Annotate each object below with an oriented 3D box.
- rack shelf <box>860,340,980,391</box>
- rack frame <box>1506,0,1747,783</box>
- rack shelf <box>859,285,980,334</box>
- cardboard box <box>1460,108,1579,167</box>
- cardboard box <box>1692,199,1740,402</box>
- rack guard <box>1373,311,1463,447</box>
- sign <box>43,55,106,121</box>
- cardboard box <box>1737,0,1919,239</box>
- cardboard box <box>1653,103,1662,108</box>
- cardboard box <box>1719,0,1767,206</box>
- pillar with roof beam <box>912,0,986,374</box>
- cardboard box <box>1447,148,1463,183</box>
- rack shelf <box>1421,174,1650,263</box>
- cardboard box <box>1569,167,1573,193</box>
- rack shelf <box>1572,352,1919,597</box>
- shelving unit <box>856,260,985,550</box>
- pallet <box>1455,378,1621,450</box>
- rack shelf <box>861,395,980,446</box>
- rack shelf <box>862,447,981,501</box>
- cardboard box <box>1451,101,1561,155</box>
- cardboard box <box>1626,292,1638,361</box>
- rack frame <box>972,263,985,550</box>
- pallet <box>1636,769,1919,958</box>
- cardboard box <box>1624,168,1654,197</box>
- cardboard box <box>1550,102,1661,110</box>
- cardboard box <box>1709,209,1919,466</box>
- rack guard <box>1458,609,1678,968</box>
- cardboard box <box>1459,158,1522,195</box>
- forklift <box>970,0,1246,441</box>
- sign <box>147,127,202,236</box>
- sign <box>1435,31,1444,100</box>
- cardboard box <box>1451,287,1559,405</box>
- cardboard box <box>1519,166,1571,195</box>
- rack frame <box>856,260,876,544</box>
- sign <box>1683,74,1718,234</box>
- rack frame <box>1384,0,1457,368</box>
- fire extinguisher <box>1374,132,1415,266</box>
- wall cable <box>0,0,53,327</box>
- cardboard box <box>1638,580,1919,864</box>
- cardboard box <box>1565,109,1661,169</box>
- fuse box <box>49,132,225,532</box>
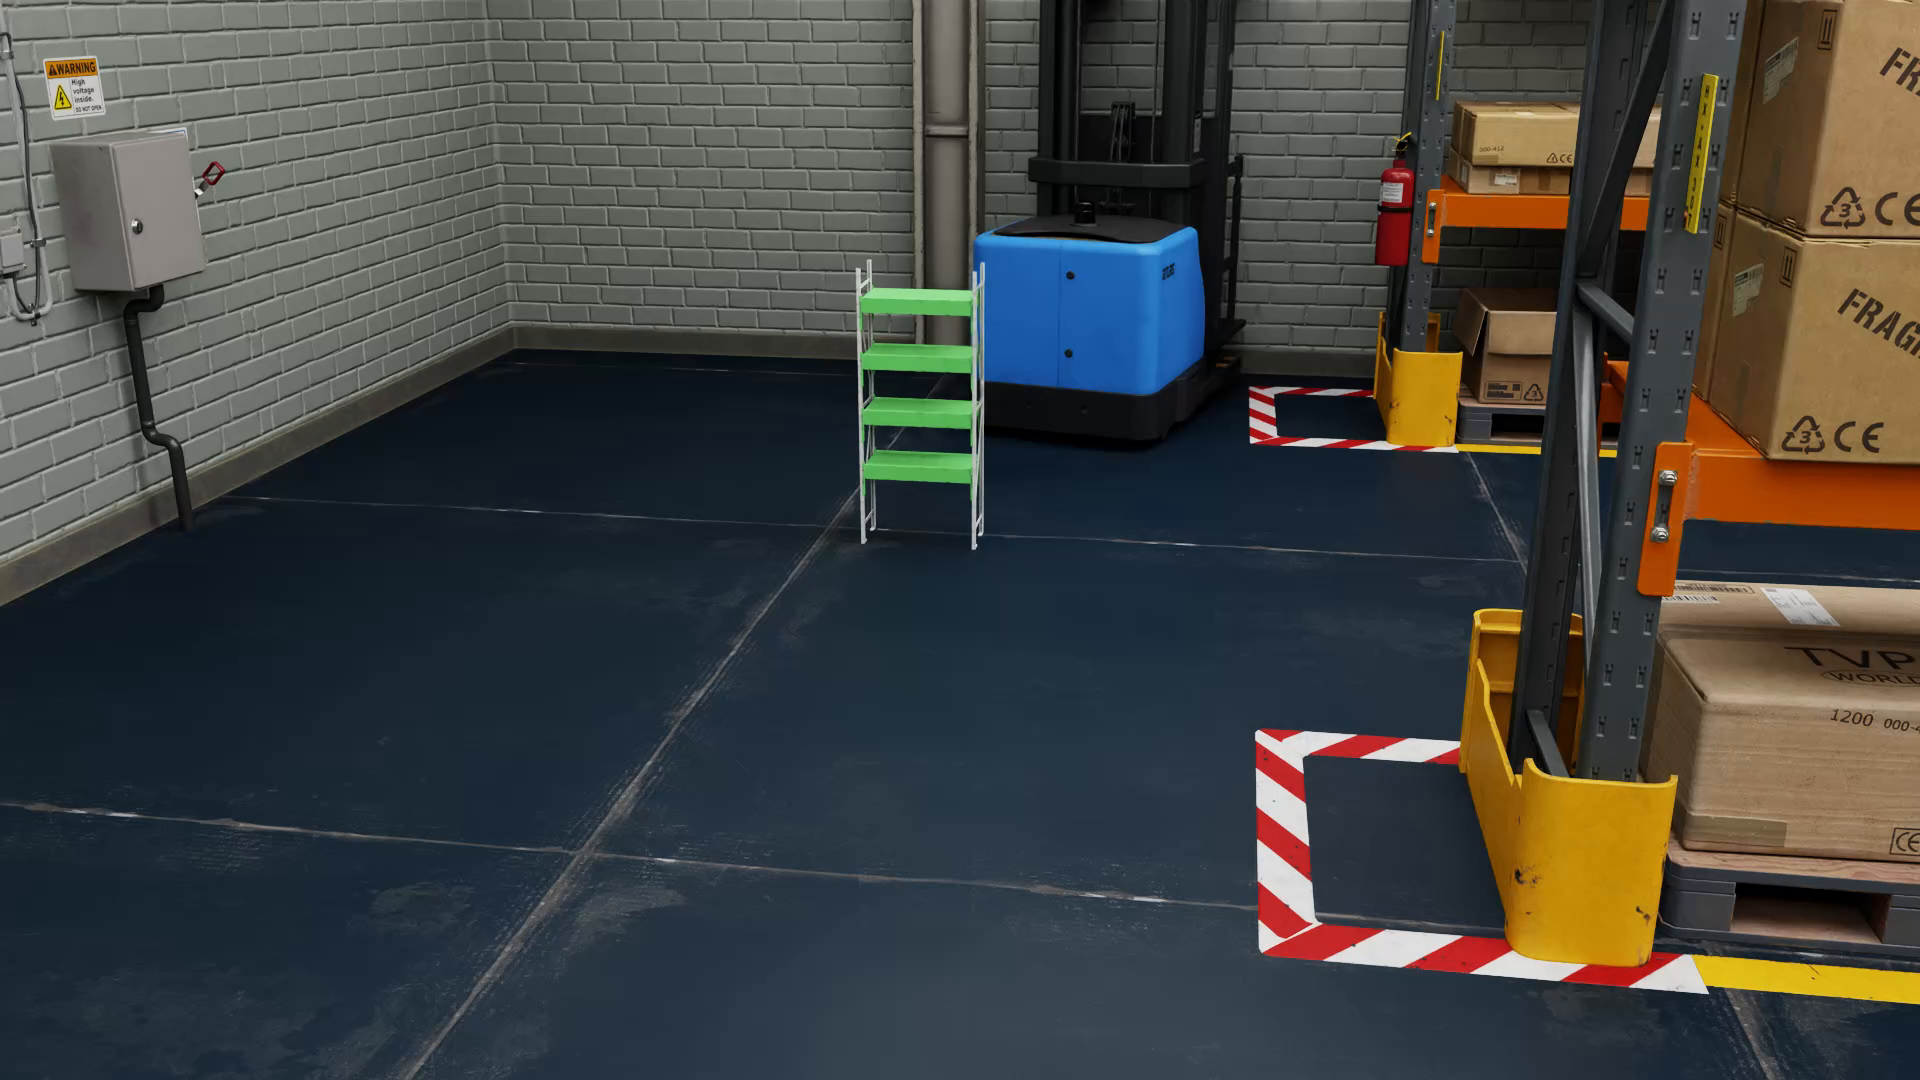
[{"bbox_3d":[-0.163,-0.744,7.082,0.480,0.148,0.258,3,19,9],"label":"rack shelf"},{"bbox_3d":[1.671,-0.548,4.212,0.127,3.000,1.000,3,19,9],"label":"rack frame"},{"bbox_3d":[-0.163,-0.972,7.006,0.480,0.148,0.258,3,19,9],"label":"rack shelf"},{"bbox_3d":[2.860,-2.066,8.517,0.500,0.250,0.500,3,19,9],"label":"cardboard box"},{"bbox_3d":[2.189,-0.654,4.372,0.500,0.500,0.500,3,19,9],"label":"cardboard box"},{"bbox_3d":[2.530,-0.914,9.246,0.348,0.500,1.175,3,19,9],"label":"rack guard"},{"bbox_3d":[-3.636,-1.860,6.832,0.001,0.242,0.339,3,19,9],"label":"sign"},{"bbox_3d":[2.100,-0.956,3.699,0.500,0.500,0.500,3,19,7],"label":"cardboard box"},{"bbox_3d":[3.948,-2.180,8.859,0.500,0.250,0.500,4,19,10],"label":"cardboard box"},{"bbox_3d":[2.185,-1.119,4.188,0.500,0.500,0.500,4,19,10],"label":"cardboard box"},{"bbox_3d":[-0.747,-4.017,5.127,0.400,9.000,9.100,3,19,9],"label":"pillar with roof beam"},{"bbox_3d":[2.824,-2.051,9.102,0.250,0.149,0.380,3,19,8],"label":"cardboard box"},{"bbox_3d":[4.429,-1.661,8.674,4.000,0.370,1.077,3,19,9],"label":"rack shelf"},{"bbox_3d":[3.259,-1.881,8.592,0.250,0.149,0.380,3,19,8],"label":"cardboard box"},{"bbox_3d":[3.646,-0.106,4.026,4.000,0.370,1.077,3,19,9],"label":"rack shelf"},{"bbox_3d":[-0.163,-0.577,7.138,0.503,1.200,0.258,3,19,9],"label":"shelving unit"},{"bbox_3d":[3.317,-0.737,9.172,1.213,0.211,1.003,3,19,9],"label":"pallet"},{"bbox_3d":[-0.163,-0.517,7.158,0.480,0.148,0.258,3,19,9],"label":"rack shelf"},{"bbox_3d":[-0.163,-0.289,7.234,0.480,0.148,0.258,3,19,9],"label":"rack shelf"},{"bbox_3d":[2.951,-2.233,9.016,0.500,0.250,0.500,3,19,10],"label":"cardboard box"},{"bbox_3d":[3.881,-1.001,8.845,0.500,0.500,0.700,4,19,11],"label":"cardboard box"},{"bbox_3d":[0.077,-0.565,7.101,0.015,1.200,0.240,3,19,9],"label":"rack frame"},{"bbox_3d":[2.473,0.791,4.608,1.213,0.211,1.003,3,19,9],"label":"pallet"},{"bbox_3d":[3.499,-1.849,8.497,0.250,0.149,0.380,4,19,10],"label":"cardboard box"},{"bbox_3d":[3.460,-2.206,8.938,0.500,0.250,0.500,3,19,9],"label":"cardboard box"},{"bbox_3d":[2.099,-0.481,3.855,0.500,0.500,0.500,3,19,8],"label":"cardboard box"},{"bbox_3d":[1.647,0.637,4.613,0.348,0.500,1.175,3,19,9],"label":"rack guard"},{"bbox_3d":[2.736,-1.881,8.594,0.250,0.149,0.380,3,19,8],"label":"cardboard box"},{"bbox_3d":[1.079,-2.333,9.658,1.130,2.935,3.031,7,20,21],"label":"forklift"},{"bbox_3d":[-3.549,-1.595,7.492,0.001,0.494,0.329,3,19,9],"label":"sign"},{"bbox_3d":[2.369,-2.343,8.215,0.005,0.325,0.100,3,19,9],"label":"sign"},{"bbox_3d":[3.044,-1.058,9.009,0.637,0.503,0.797,2,19,6],"label":"cardboard box"},{"bbox_3d":[2.994,-1.883,8.599,0.250,0.149,0.380,3,19,10],"label":"cardboard box"},{"bbox_3d":[-0.404,-0.590,7.174,0.015,1.200,0.240,3,19,9],"label":"rack frame"},{"bbox_3d":[1.577,-0.822,3.544,0.005,0.325,0.100,3,19,9],"label":"sign"},{"bbox_3d":[2.455,-2.103,8.860,0.127,3.000,1.000,3,19,9],"label":"rack frame"},{"bbox_3d":[2.236,-1.752,8.521,0.183,0.674,0.296,3,19,9],"label":"fire extinguisher"},{"bbox_3d":[-3.687,-1.751,6.207,0.122,1.984,0.588,3,19,9],"label":"wall cable"},{"bbox_3d":[2.339,0.470,4.547,0.875,0.438,0.875,2,19,7],"label":"cardboard box"},{"bbox_3d":[3.358,-2.040,8.441,0.500,0.250,0.500,3,19,9],"label":"cardboard box"},{"bbox_3d":[-3.423,-0.864,7.188,0.414,1.711,0.539,3,19,9],"label":"fuse box"}]
